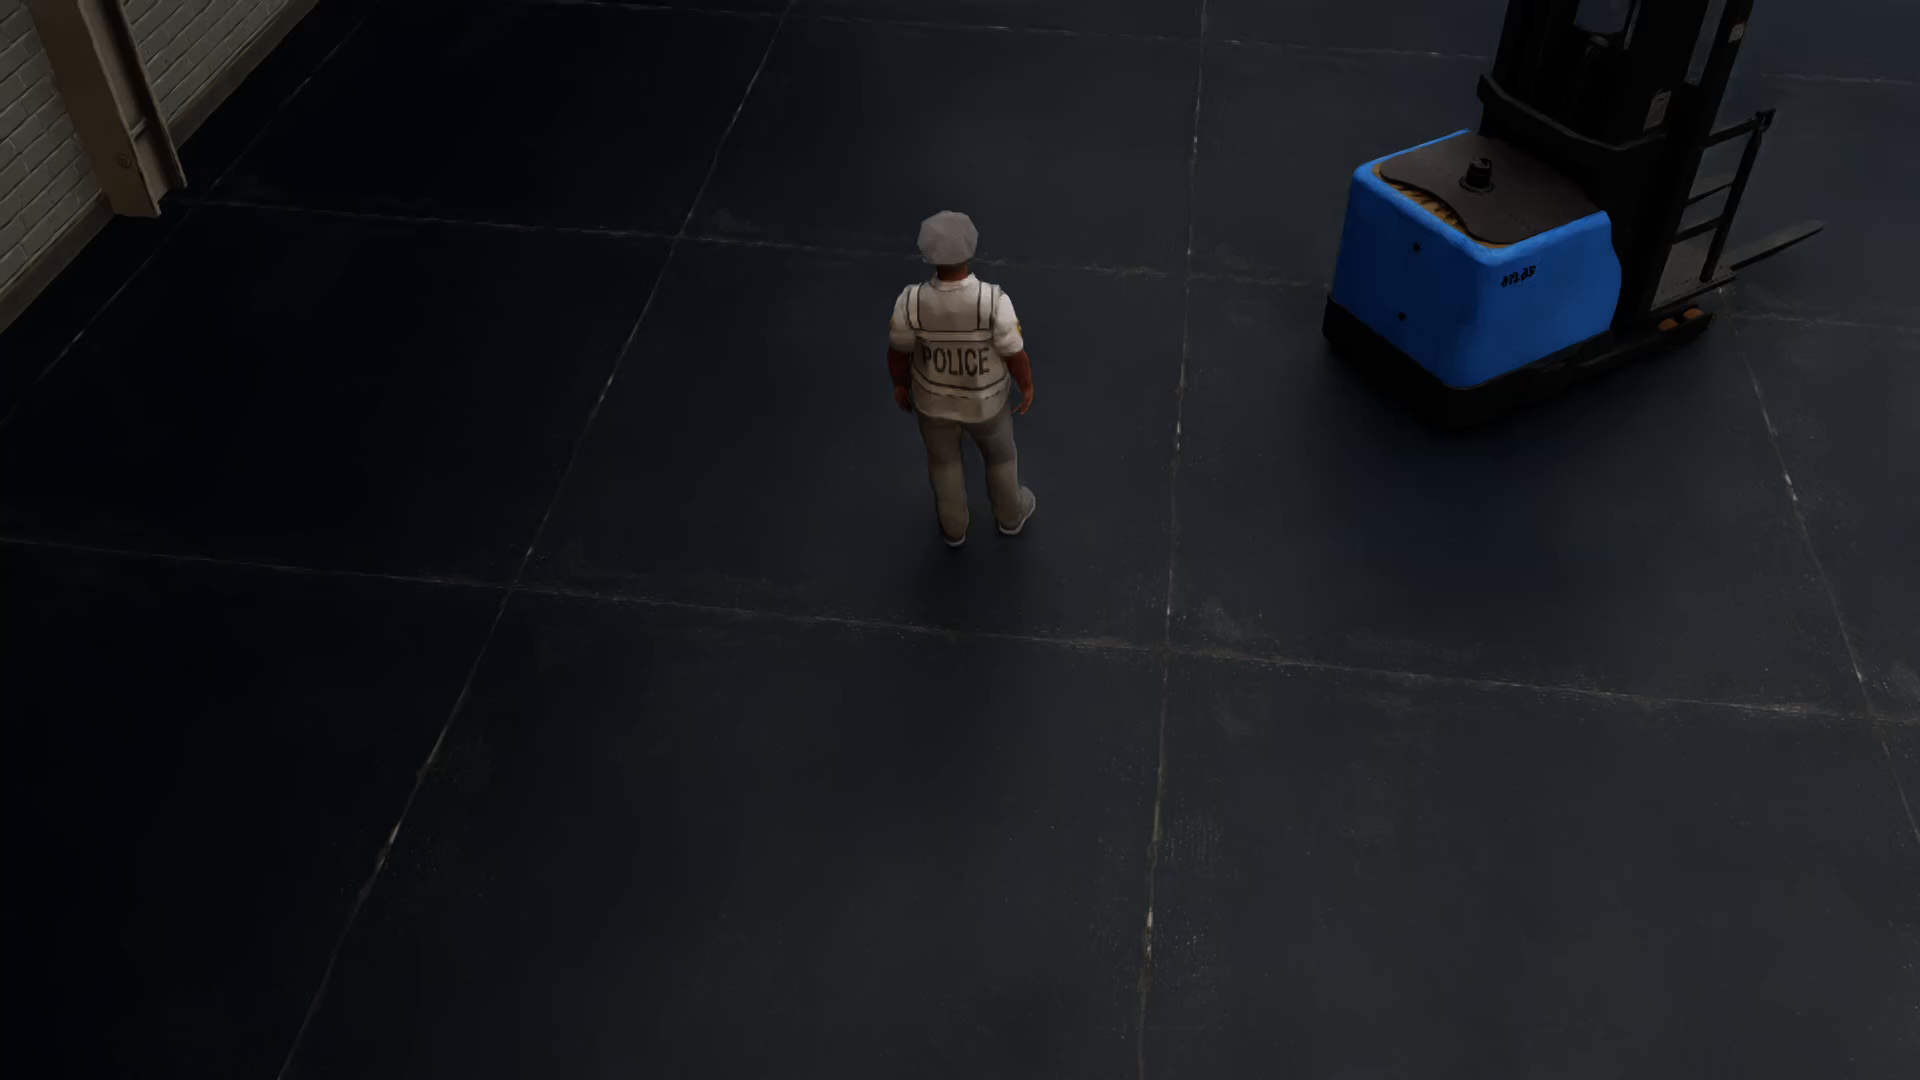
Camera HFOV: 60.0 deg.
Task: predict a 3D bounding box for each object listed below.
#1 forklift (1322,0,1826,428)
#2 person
[{"bbox_3d":[3.492,-2.396,8.332,3.031,2.935,1.130,-22,47,-22],"label":"forklift"},{"bbox_3d":[0.022,-0.713,7.338,0.640,1.781,0.574,5,43,6],"label":"person"}]
